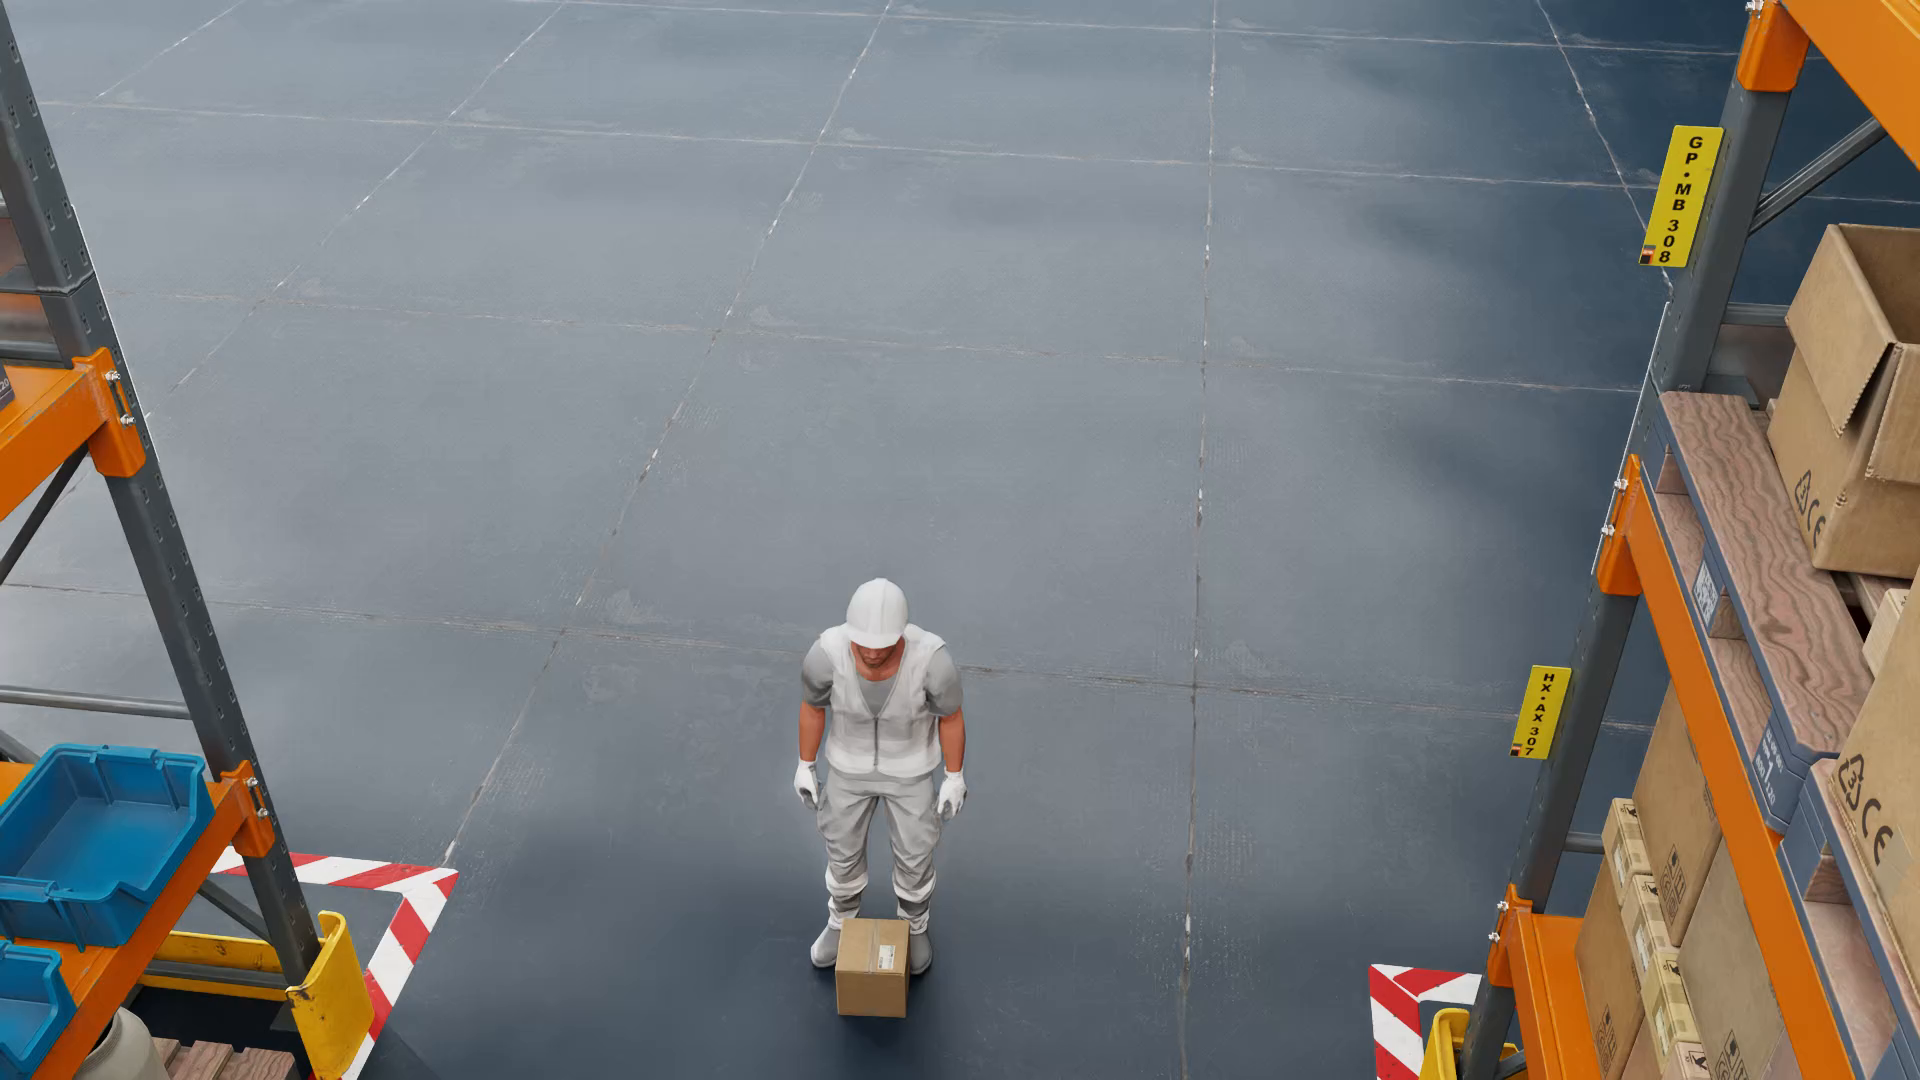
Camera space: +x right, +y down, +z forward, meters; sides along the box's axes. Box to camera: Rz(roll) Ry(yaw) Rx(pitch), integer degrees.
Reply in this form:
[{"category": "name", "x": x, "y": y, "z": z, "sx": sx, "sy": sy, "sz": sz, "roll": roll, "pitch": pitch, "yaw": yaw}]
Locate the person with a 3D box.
[{"category": "person", "x": -0.281, "y": 0.831, "z": 5.876, "sx": 0.619, "sy": 1.779, "sz": 0.455, "roll": 4, "pitch": 36, "yaw": 5}]
